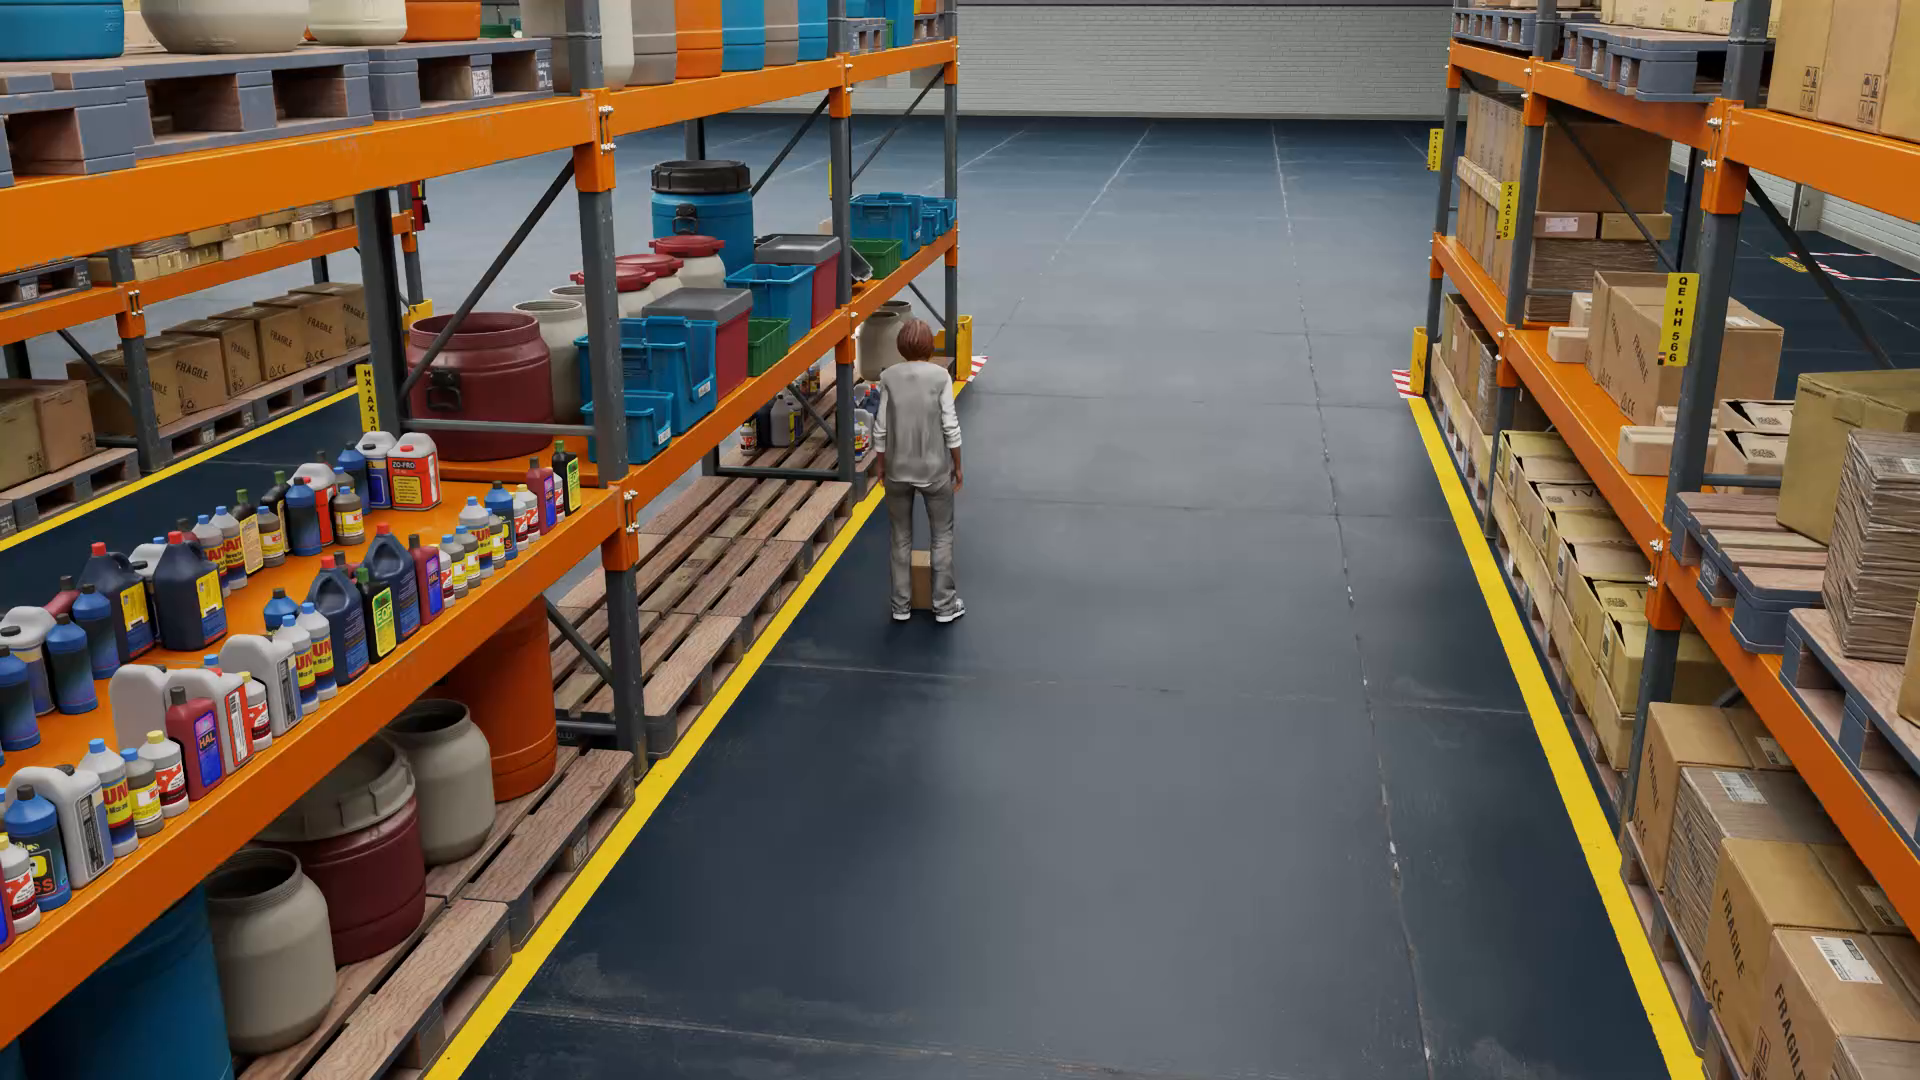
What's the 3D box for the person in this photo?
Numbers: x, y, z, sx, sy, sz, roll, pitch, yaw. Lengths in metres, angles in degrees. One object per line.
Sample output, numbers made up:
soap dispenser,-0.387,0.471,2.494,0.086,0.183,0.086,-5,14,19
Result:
person,-0.216,-0.325,8.634,0.461,1.548,0.343,3,18,9
